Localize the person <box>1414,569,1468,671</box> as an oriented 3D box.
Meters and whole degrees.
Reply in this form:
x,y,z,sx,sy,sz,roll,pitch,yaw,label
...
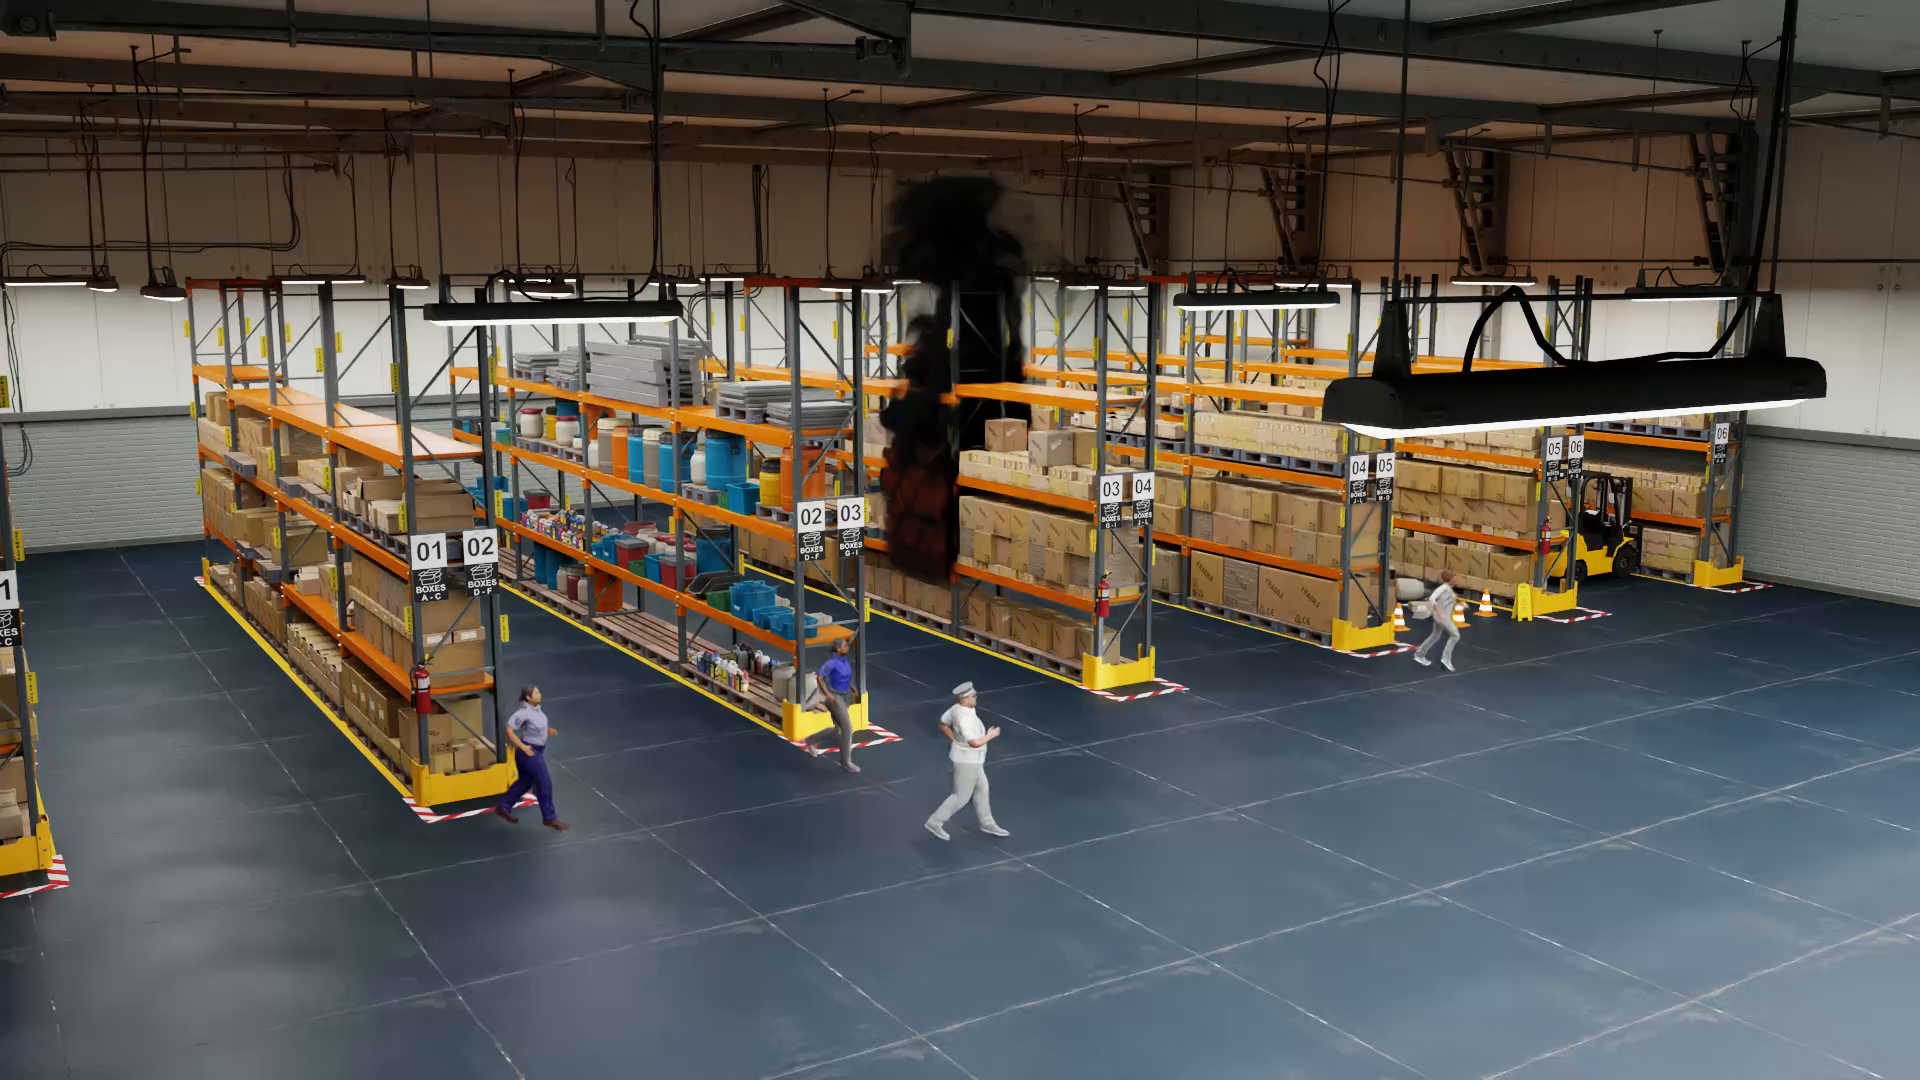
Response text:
x,y,z,sx,sy,sz,roll,pitch,yaw,label
7.512,1.237,25.926,0.784,1.612,0.459,2,10,13,person

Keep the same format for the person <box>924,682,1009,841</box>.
x,y,z,sx,sy,sz,roll,pitch,yaw,label
0.075,2.418,18.172,0.964,1.788,0.656,-1,10,-8,person

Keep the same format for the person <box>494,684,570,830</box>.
x,y,z,sx,sy,sz,roll,pitch,yaw,label
-4.820,2.419,18.585,0.847,1.666,0.608,-1,10,-7,person

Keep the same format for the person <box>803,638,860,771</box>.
x,y,z,sx,sy,sz,roll,pitch,yaw,label
-1.574,2.096,21.053,0.790,1.553,0.629,3,10,16,person

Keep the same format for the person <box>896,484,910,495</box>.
x,y,z,sx,sy,sz,roll,pitch,yaw,label
-1.481,-1.630,42.475,0.702,1.776,0.689,-7,12,-34,person
